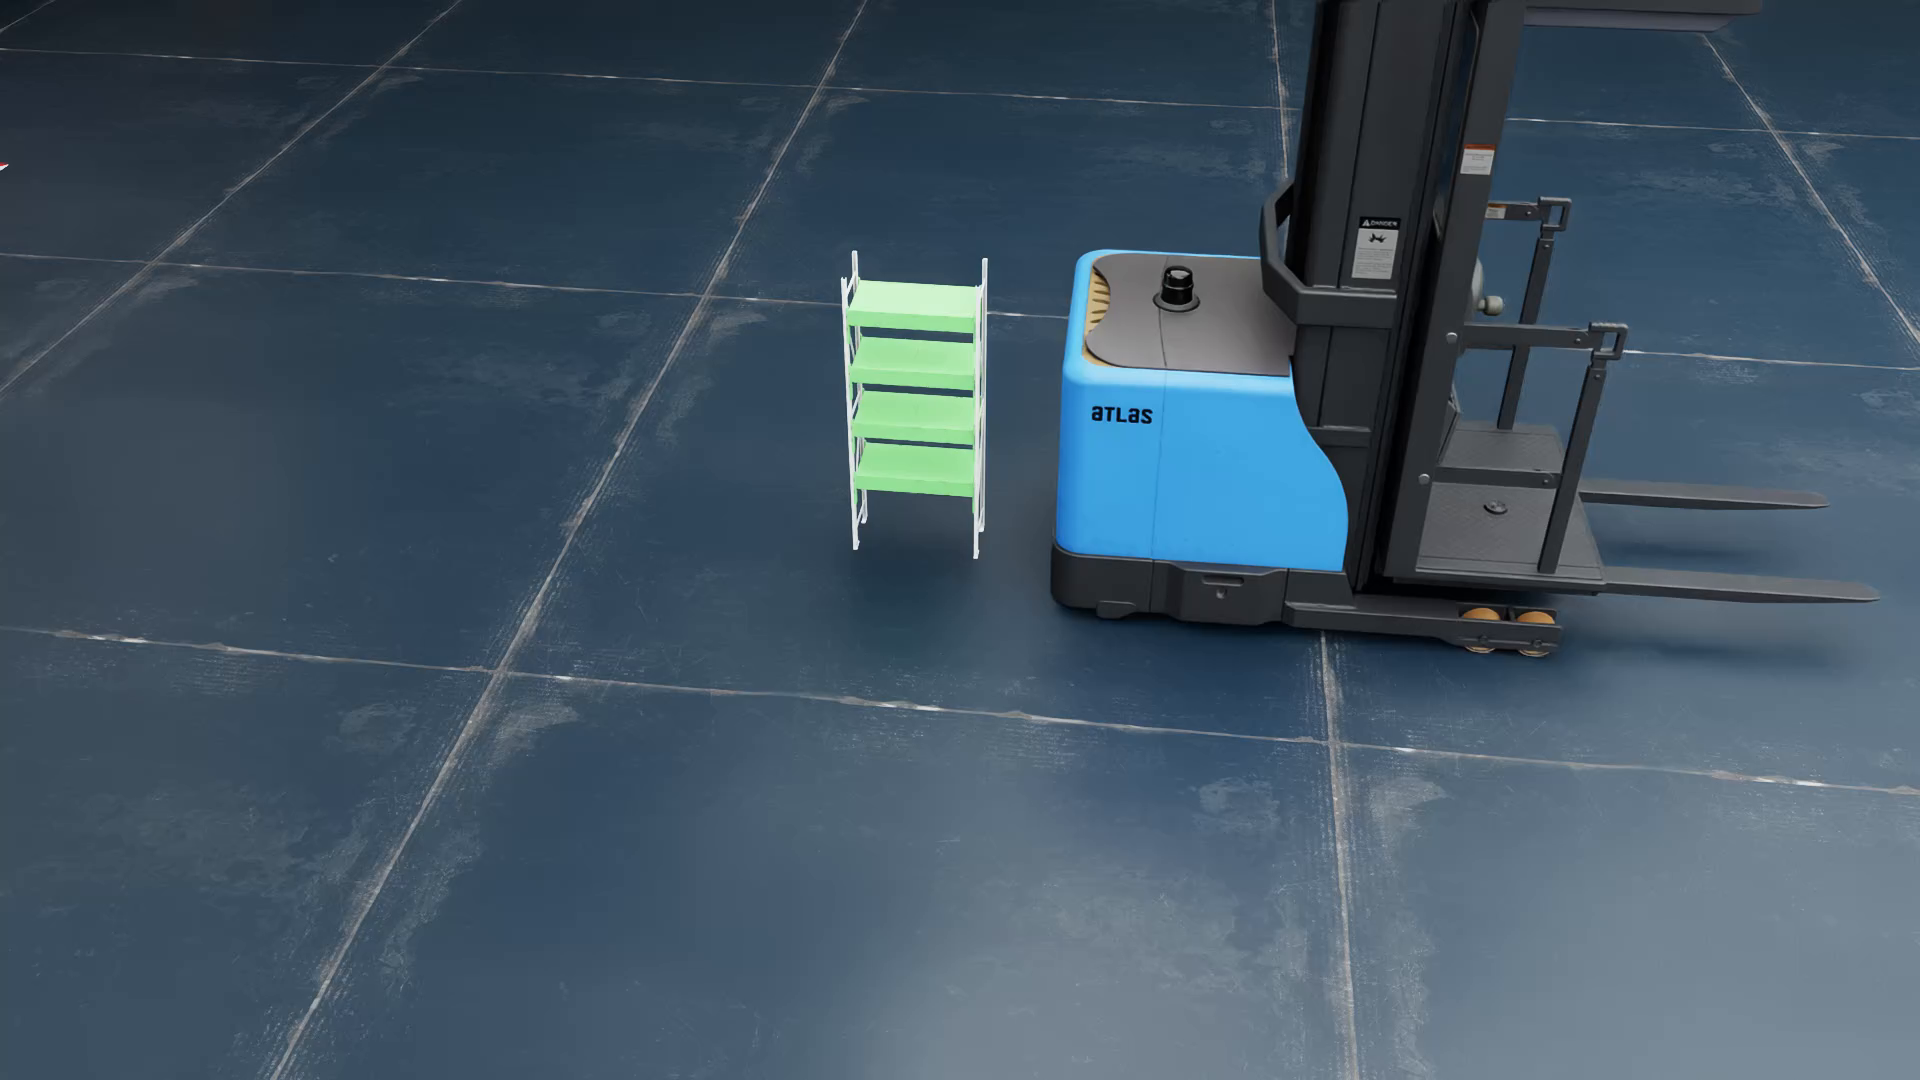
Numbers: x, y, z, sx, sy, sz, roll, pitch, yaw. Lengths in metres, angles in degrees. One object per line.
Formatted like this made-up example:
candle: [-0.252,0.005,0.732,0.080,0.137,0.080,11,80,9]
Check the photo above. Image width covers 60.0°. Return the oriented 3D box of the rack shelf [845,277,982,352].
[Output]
rack shelf: [-0.164,-0.839,6.177,0.480,0.148,0.258,4,36,6]

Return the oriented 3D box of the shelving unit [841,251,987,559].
shelving unit: [-0.164,-0.501,6.419,0.503,1.200,0.258,4,36,6]

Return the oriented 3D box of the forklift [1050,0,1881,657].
forklift: [1.897,-1.090,5.754,3.031,2.935,1.130,4,36,5]

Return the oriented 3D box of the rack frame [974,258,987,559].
rack frame: [0.078,-0.483,6.393,0.015,1.200,0.240,4,36,6]

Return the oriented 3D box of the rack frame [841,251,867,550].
rack frame: [-0.406,-0.519,6.444,0.015,1.200,0.240,4,36,6]

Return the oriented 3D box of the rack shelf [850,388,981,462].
rack shelf: [-0.164,-0.449,6.456,0.480,0.148,0.258,4,36,6]

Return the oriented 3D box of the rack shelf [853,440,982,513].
rack shelf: [-0.164,-0.253,6.595,0.480,0.148,0.258,4,36,6]

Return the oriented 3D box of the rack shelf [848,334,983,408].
rack shelf: [-0.164,-0.644,6.316,0.480,0.148,0.258,4,36,6]
